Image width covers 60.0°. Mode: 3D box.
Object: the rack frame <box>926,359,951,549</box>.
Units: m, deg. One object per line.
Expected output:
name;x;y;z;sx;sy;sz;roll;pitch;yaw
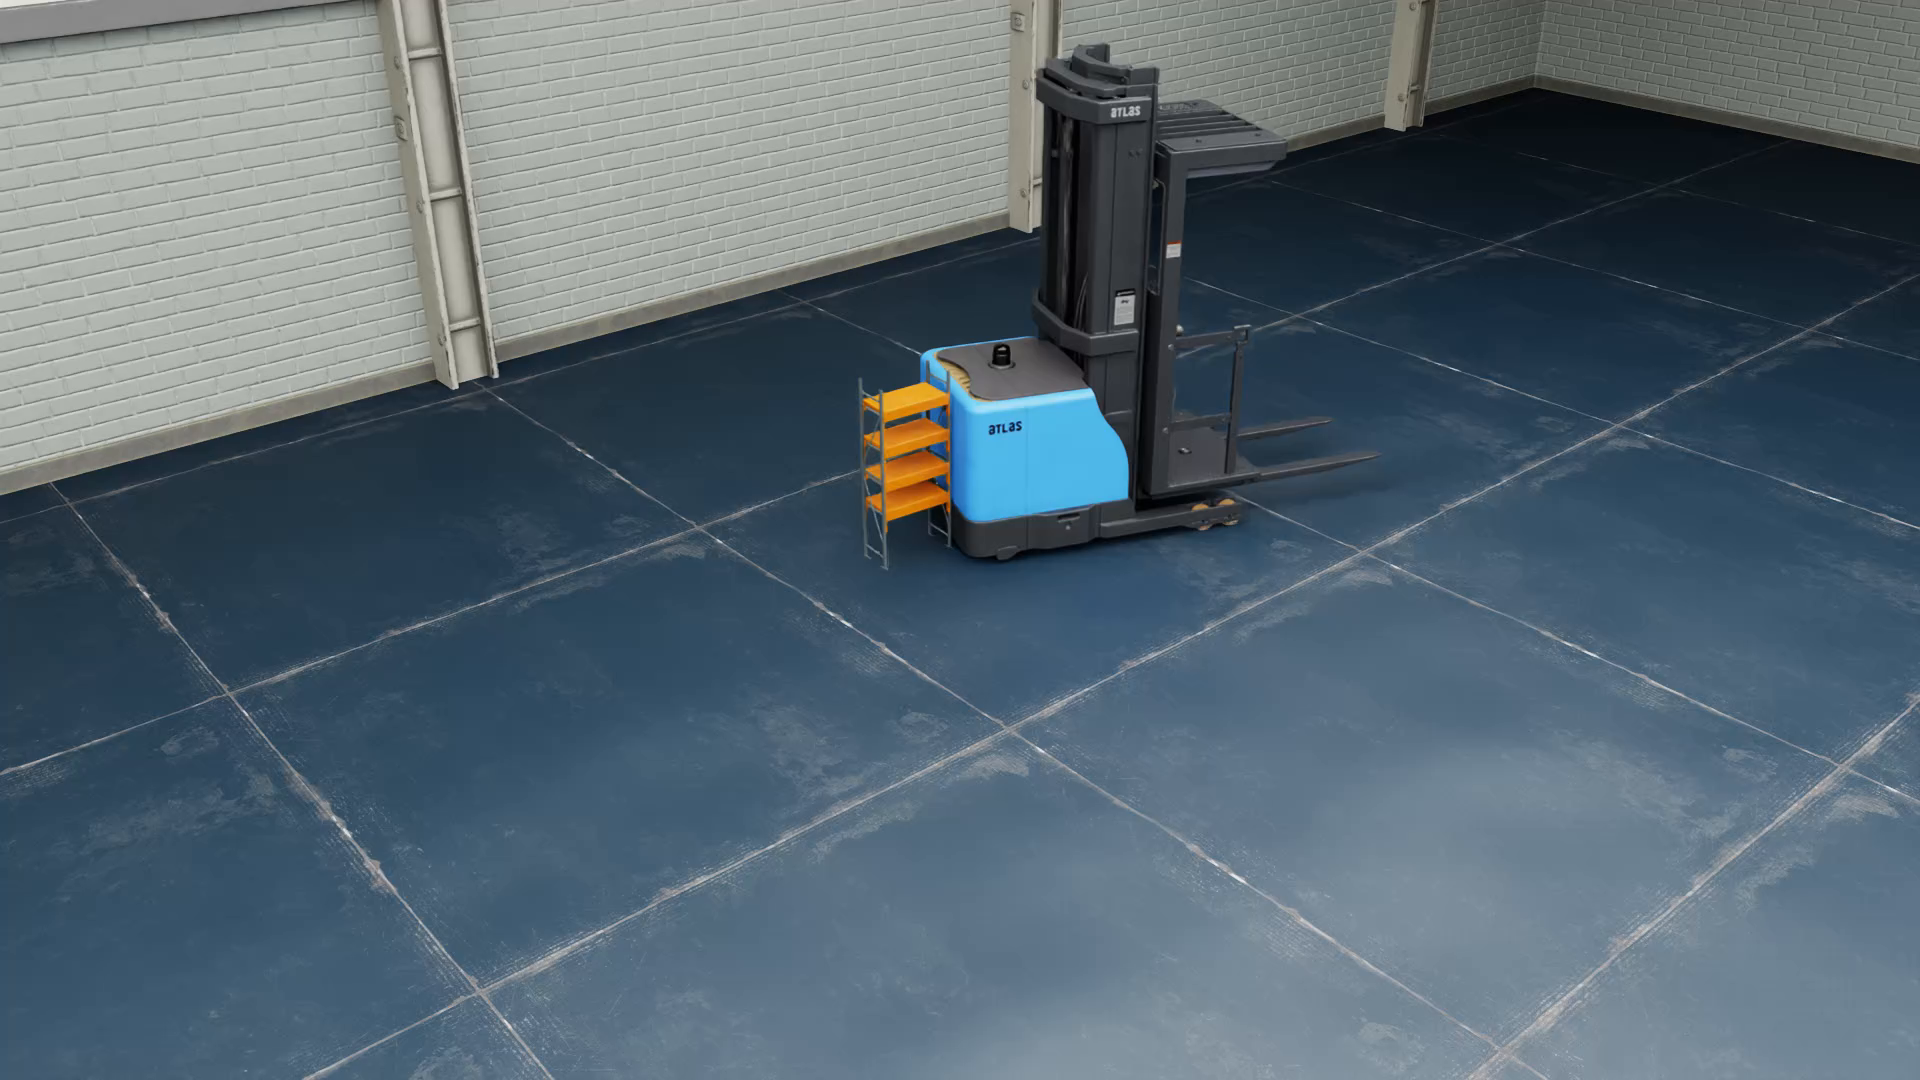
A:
rack frame;-0.132;-0.522;10.313;0.015;1.200;0.240;-19;33;-31

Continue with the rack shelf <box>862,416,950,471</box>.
rack shelf;-0.329;-0.593;10.112;0.480;0.148;0.258;-19;33;-31

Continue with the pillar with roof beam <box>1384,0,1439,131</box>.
pillar with roof beam;8.075;-7.367;14.846;0.400;9.000;9.100;-22;35;-35

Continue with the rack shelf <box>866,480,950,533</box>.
rack shelf;-0.329;-0.220;10.311;0.480;0.148;0.258;-19;33;-31

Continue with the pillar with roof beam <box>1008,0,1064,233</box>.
pillar with roof beam;3.511;-5.531;11.411;0.400;9.000;9.100;-22;35;-35

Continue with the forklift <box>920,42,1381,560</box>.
forklift;1.307;-1.580;10.455;3.031;2.935;1.130;-10;30;-17

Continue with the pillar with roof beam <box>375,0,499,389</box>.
pillar with roof beam;-1.054;-3.696;7.977;0.400;9.000;9.100;-22;35;-35

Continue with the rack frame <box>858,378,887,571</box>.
rack frame;-0.527;-0.387;10.059;0.015;1.200;0.240;-19;33;-31

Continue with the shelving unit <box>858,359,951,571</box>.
shelving unit;-0.329;-0.455;10.186;0.503;1.200;0.258;-19;33;-31

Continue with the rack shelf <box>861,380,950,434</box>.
rack shelf;-0.329;-0.801;10.001;0.480;0.148;0.258;-19;33;-31

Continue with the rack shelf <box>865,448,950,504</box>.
rack shelf;-0.329;-0.395;10.218;0.480;0.148;0.258;-19;33;-31
